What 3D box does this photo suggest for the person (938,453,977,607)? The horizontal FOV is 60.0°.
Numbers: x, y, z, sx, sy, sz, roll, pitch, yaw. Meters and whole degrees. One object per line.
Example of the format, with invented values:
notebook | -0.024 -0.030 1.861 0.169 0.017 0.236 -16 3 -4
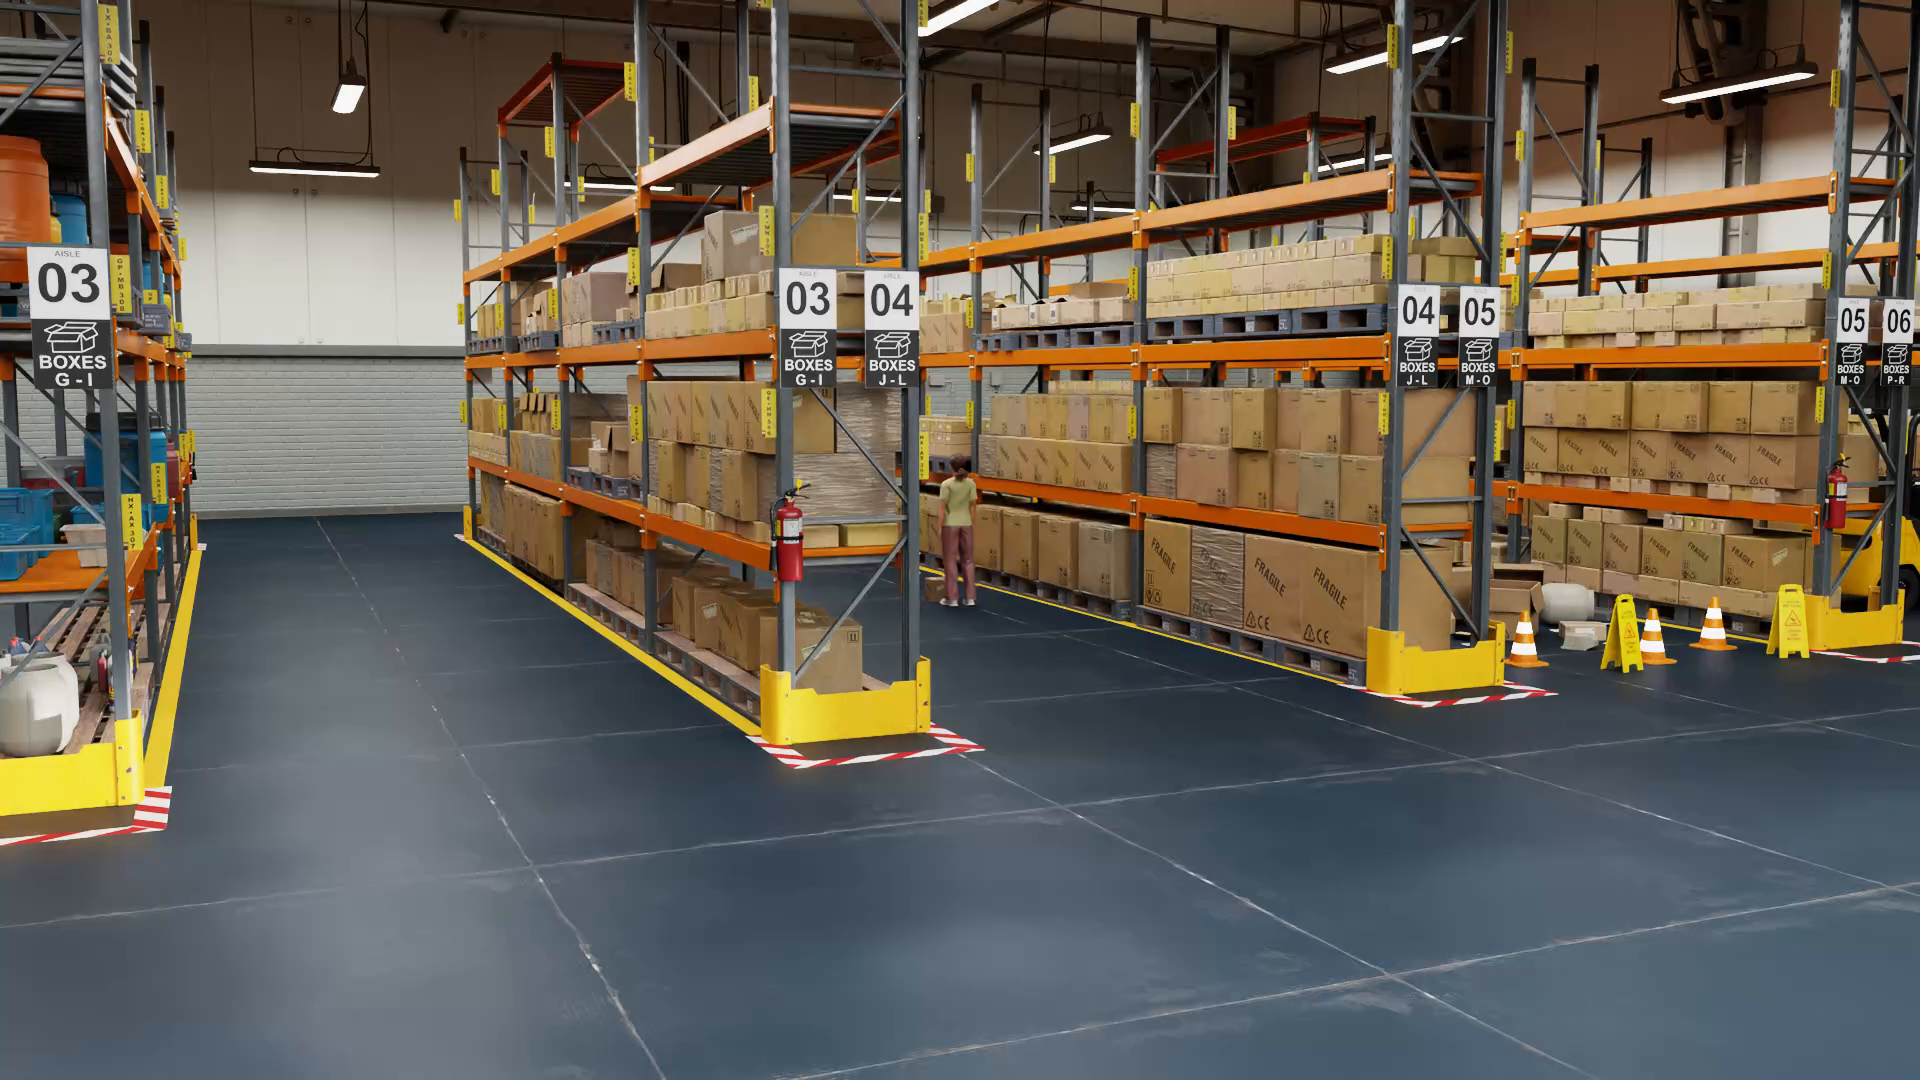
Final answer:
person | -0.037 -0.100 18.124 0.443 1.656 0.350 -2 6 -23
